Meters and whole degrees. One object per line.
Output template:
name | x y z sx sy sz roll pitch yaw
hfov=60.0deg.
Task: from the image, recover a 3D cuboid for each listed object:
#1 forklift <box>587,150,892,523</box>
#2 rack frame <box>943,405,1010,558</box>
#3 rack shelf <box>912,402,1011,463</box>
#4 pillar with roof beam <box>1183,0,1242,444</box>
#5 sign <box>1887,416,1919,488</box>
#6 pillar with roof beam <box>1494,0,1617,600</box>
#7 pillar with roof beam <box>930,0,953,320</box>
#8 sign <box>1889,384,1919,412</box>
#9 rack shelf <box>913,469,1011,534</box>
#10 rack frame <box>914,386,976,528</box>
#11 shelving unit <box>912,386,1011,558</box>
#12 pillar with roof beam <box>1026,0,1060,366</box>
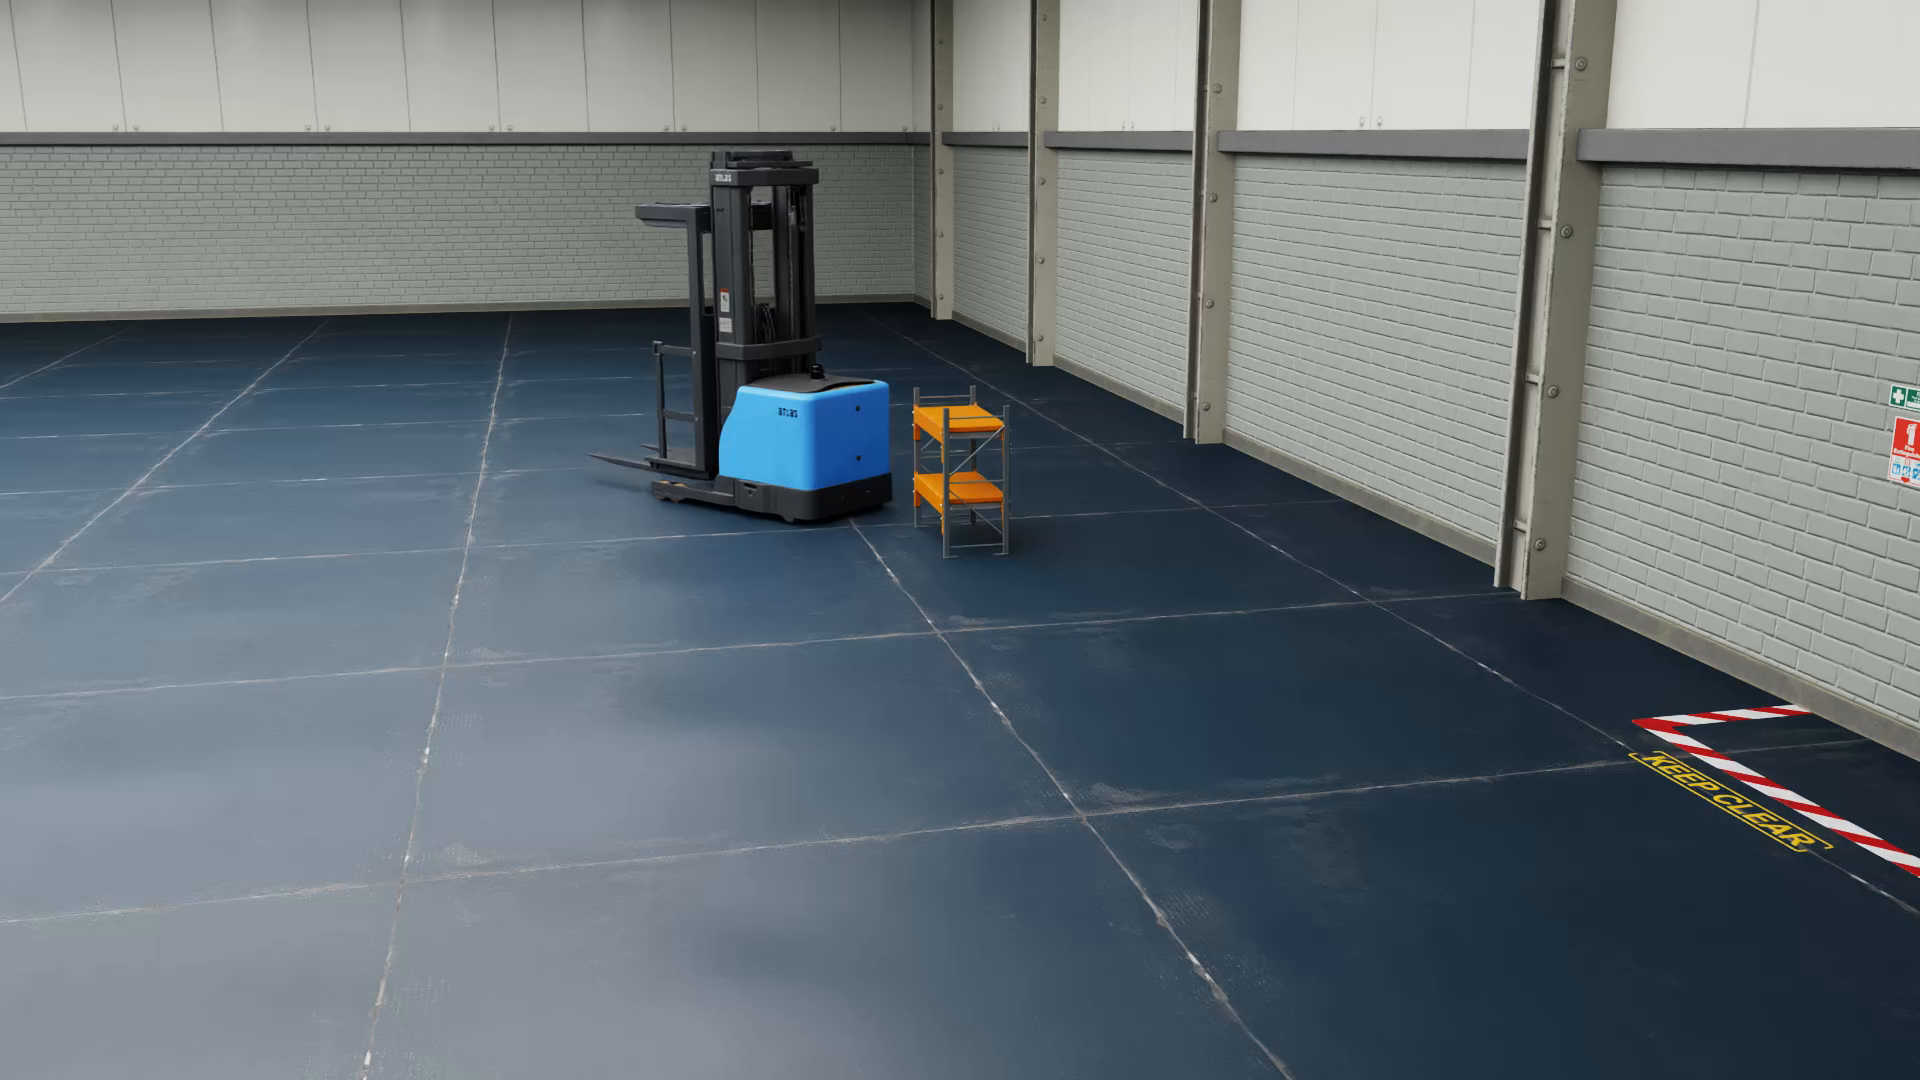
forklift | -2.030 -1.827 14.230 3.031 2.935 1.130 11 18 38
rack frame | 0.121 -0.428 12.307 0.500 1.125 0.032 -3 14 -13
rack shelf | 0.002 -0.829 12.718 0.538 0.278 1.000 -3 14 -13
pillar with roof beam | -1.667 -5.163 15.099 9.100 9.000 0.400 -3 14 -13
sign | 4.763 -0.443 8.345 0.001 0.329 0.234 -3 14 -13
pillar with roof beam | -0.257 -3.779 9.433 9.100 9.000 0.400 -3 14 -13
pillar with roof beam | -4.485 -7.931 26.430 9.100 9.000 0.400 -3 14 -13
sign | 4.756 -0.699 8.276 0.001 0.109 0.331 -3 14 -13
rack shelf | 0.002 -0.307 12.845 0.538 0.278 1.000 -3 14 -13
rack frame | -0.118 -0.662 13.267 0.500 1.125 0.032 -3 14 -13
shelving unit | 0.002 -0.545 12.787 0.538 1.125 1.048 -3 14 -13
pillar with roof beam | -3.076 -6.547 20.764 9.100 9.000 0.400 -3 14 -13
